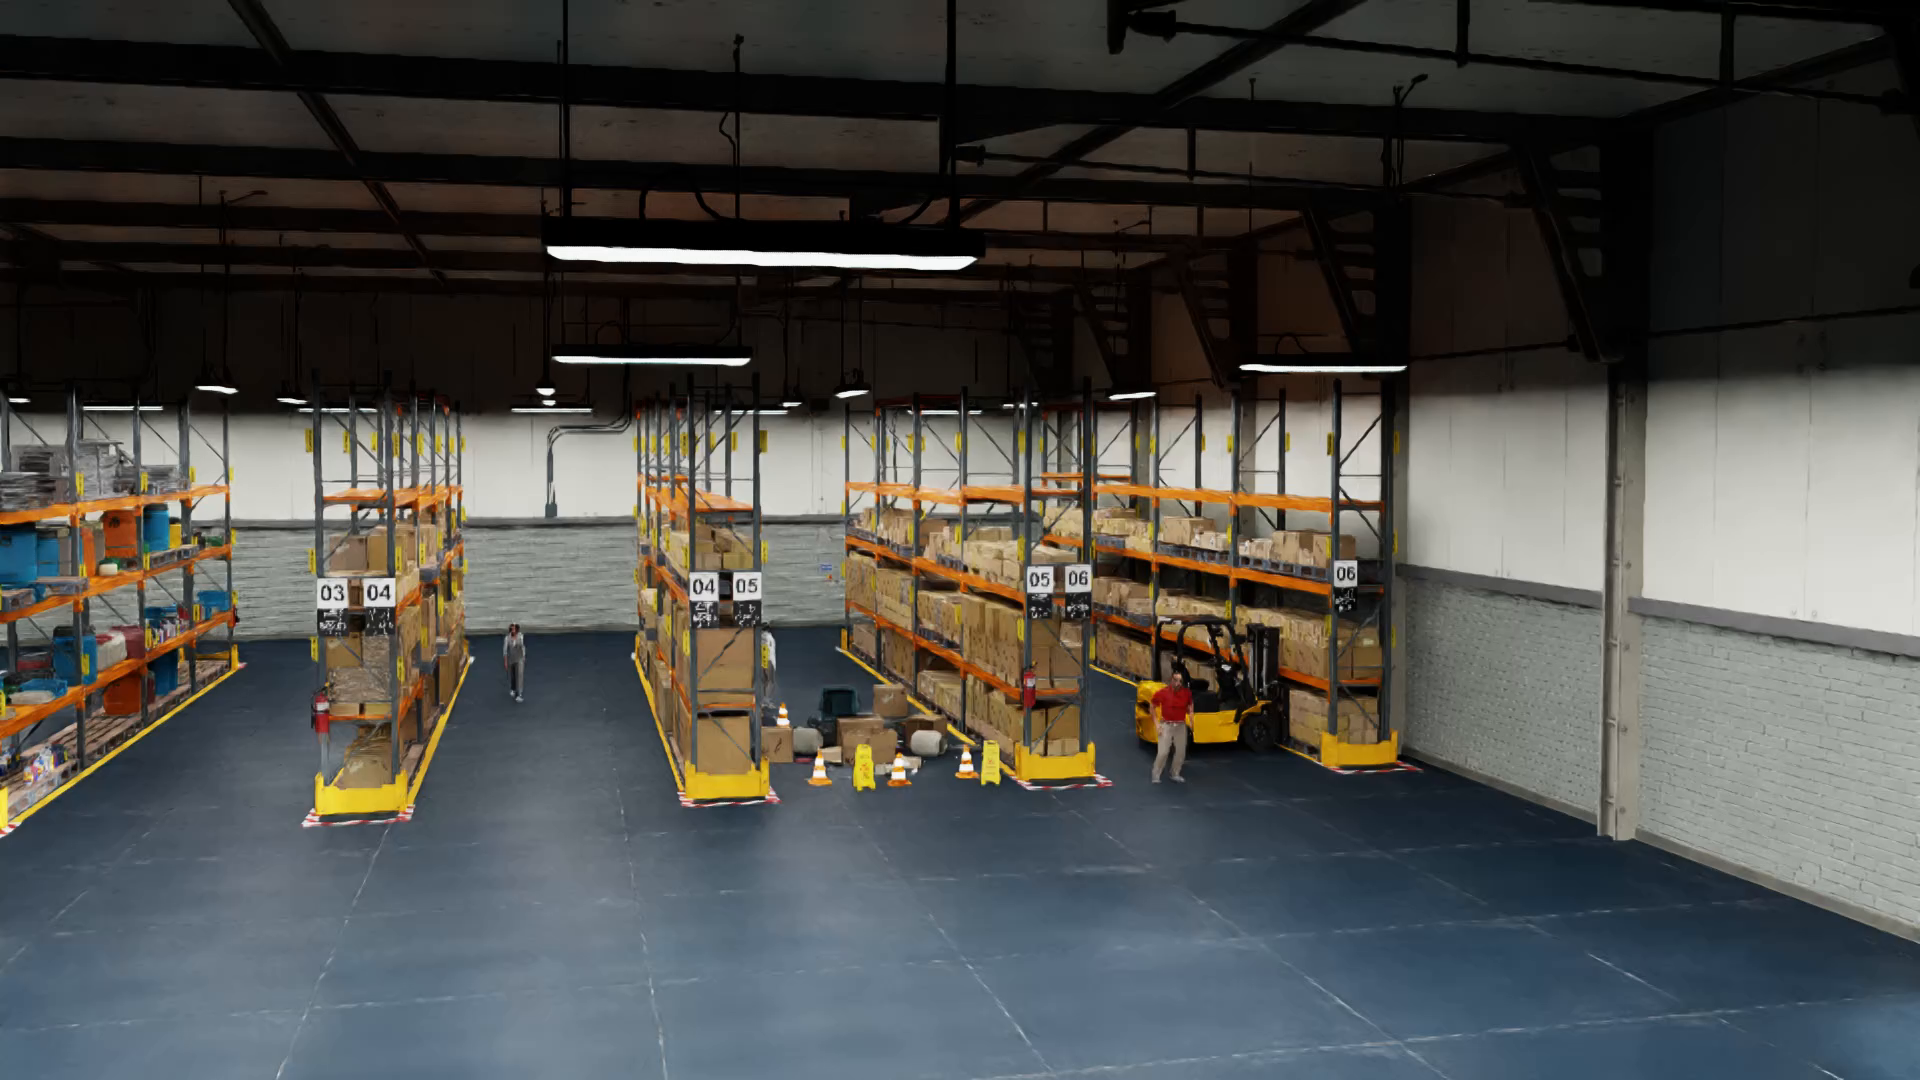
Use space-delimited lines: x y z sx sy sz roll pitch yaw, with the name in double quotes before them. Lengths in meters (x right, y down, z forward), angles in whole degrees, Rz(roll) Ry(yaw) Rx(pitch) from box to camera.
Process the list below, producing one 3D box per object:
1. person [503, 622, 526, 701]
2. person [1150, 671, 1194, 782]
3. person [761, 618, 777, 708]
"person" -8.722 2.352 32.532 0.417 1.516 1.036 -1 3 -11
"person" 3.131 2.752 24.539 0.682 1.676 0.521 -1 3 -15
"person" -3.681 2.356 31.690 0.359 1.721 0.530 -3 4 -40
